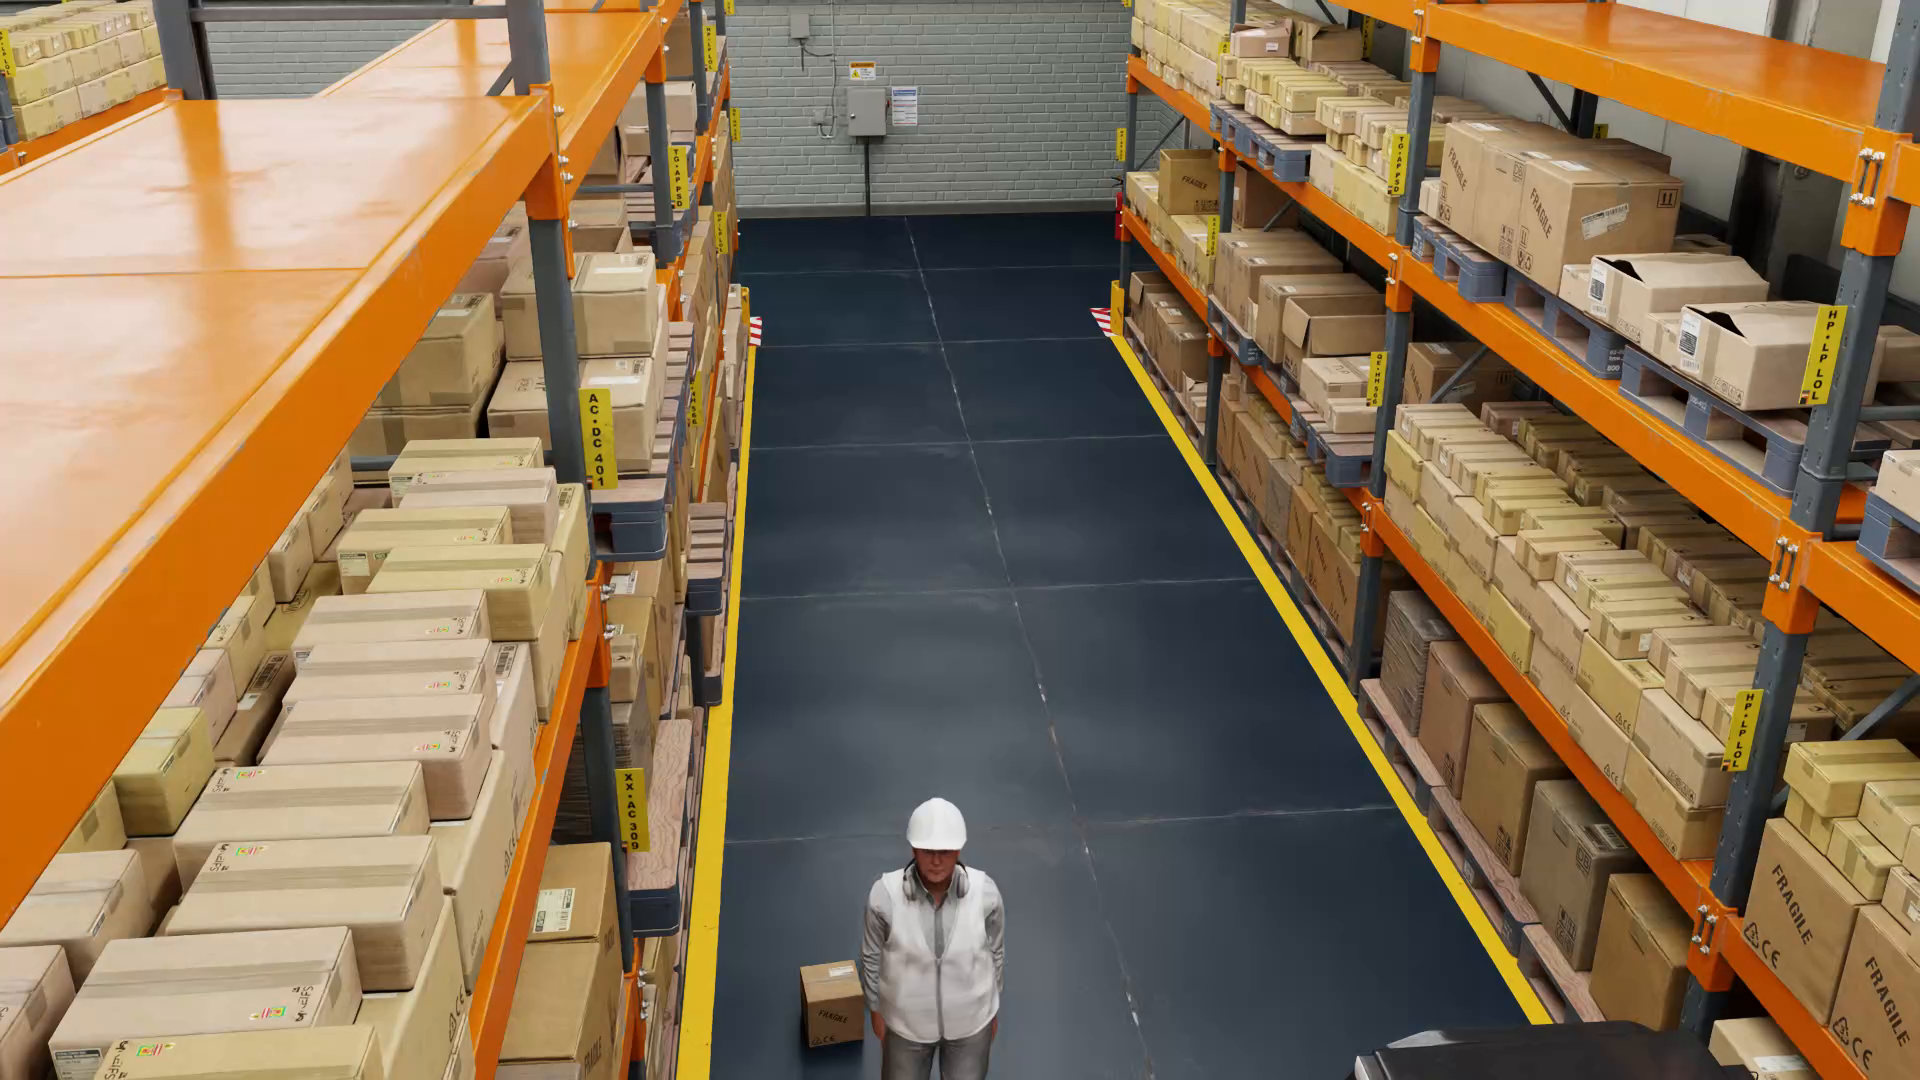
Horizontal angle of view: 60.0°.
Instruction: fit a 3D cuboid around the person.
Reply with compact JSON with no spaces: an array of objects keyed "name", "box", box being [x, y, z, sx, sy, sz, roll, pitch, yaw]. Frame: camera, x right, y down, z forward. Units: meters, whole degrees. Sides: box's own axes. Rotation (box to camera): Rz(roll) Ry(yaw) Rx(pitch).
[{"name":"person","box":[-0.100,1.747,6.255,0.537,1.757,0.623,-2,24,-6]}]
